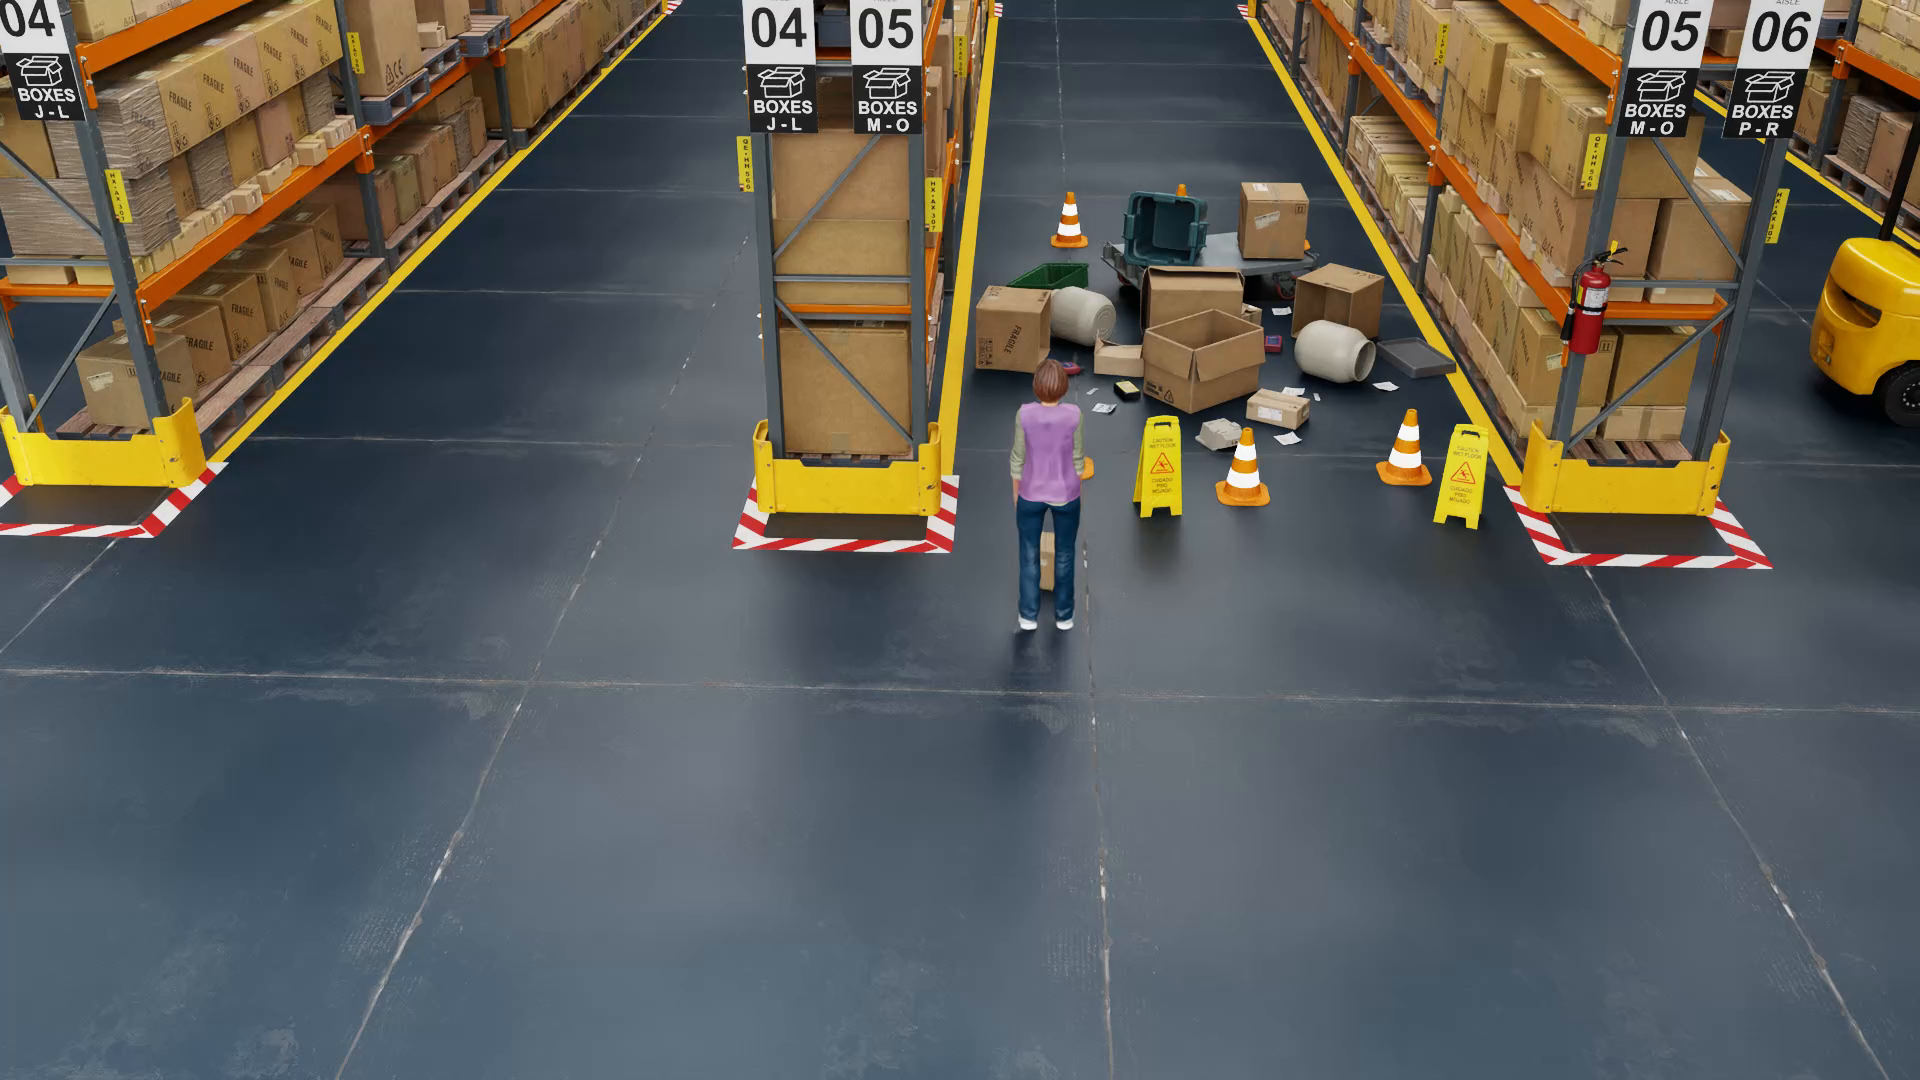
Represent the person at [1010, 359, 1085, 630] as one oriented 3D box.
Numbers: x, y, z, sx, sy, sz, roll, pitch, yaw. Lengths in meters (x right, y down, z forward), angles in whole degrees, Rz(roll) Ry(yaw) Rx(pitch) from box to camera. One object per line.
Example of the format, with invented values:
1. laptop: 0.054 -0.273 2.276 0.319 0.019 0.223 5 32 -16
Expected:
1. person: 0.471 -0.235 9.088 0.406 1.611 0.311 2 28 3
